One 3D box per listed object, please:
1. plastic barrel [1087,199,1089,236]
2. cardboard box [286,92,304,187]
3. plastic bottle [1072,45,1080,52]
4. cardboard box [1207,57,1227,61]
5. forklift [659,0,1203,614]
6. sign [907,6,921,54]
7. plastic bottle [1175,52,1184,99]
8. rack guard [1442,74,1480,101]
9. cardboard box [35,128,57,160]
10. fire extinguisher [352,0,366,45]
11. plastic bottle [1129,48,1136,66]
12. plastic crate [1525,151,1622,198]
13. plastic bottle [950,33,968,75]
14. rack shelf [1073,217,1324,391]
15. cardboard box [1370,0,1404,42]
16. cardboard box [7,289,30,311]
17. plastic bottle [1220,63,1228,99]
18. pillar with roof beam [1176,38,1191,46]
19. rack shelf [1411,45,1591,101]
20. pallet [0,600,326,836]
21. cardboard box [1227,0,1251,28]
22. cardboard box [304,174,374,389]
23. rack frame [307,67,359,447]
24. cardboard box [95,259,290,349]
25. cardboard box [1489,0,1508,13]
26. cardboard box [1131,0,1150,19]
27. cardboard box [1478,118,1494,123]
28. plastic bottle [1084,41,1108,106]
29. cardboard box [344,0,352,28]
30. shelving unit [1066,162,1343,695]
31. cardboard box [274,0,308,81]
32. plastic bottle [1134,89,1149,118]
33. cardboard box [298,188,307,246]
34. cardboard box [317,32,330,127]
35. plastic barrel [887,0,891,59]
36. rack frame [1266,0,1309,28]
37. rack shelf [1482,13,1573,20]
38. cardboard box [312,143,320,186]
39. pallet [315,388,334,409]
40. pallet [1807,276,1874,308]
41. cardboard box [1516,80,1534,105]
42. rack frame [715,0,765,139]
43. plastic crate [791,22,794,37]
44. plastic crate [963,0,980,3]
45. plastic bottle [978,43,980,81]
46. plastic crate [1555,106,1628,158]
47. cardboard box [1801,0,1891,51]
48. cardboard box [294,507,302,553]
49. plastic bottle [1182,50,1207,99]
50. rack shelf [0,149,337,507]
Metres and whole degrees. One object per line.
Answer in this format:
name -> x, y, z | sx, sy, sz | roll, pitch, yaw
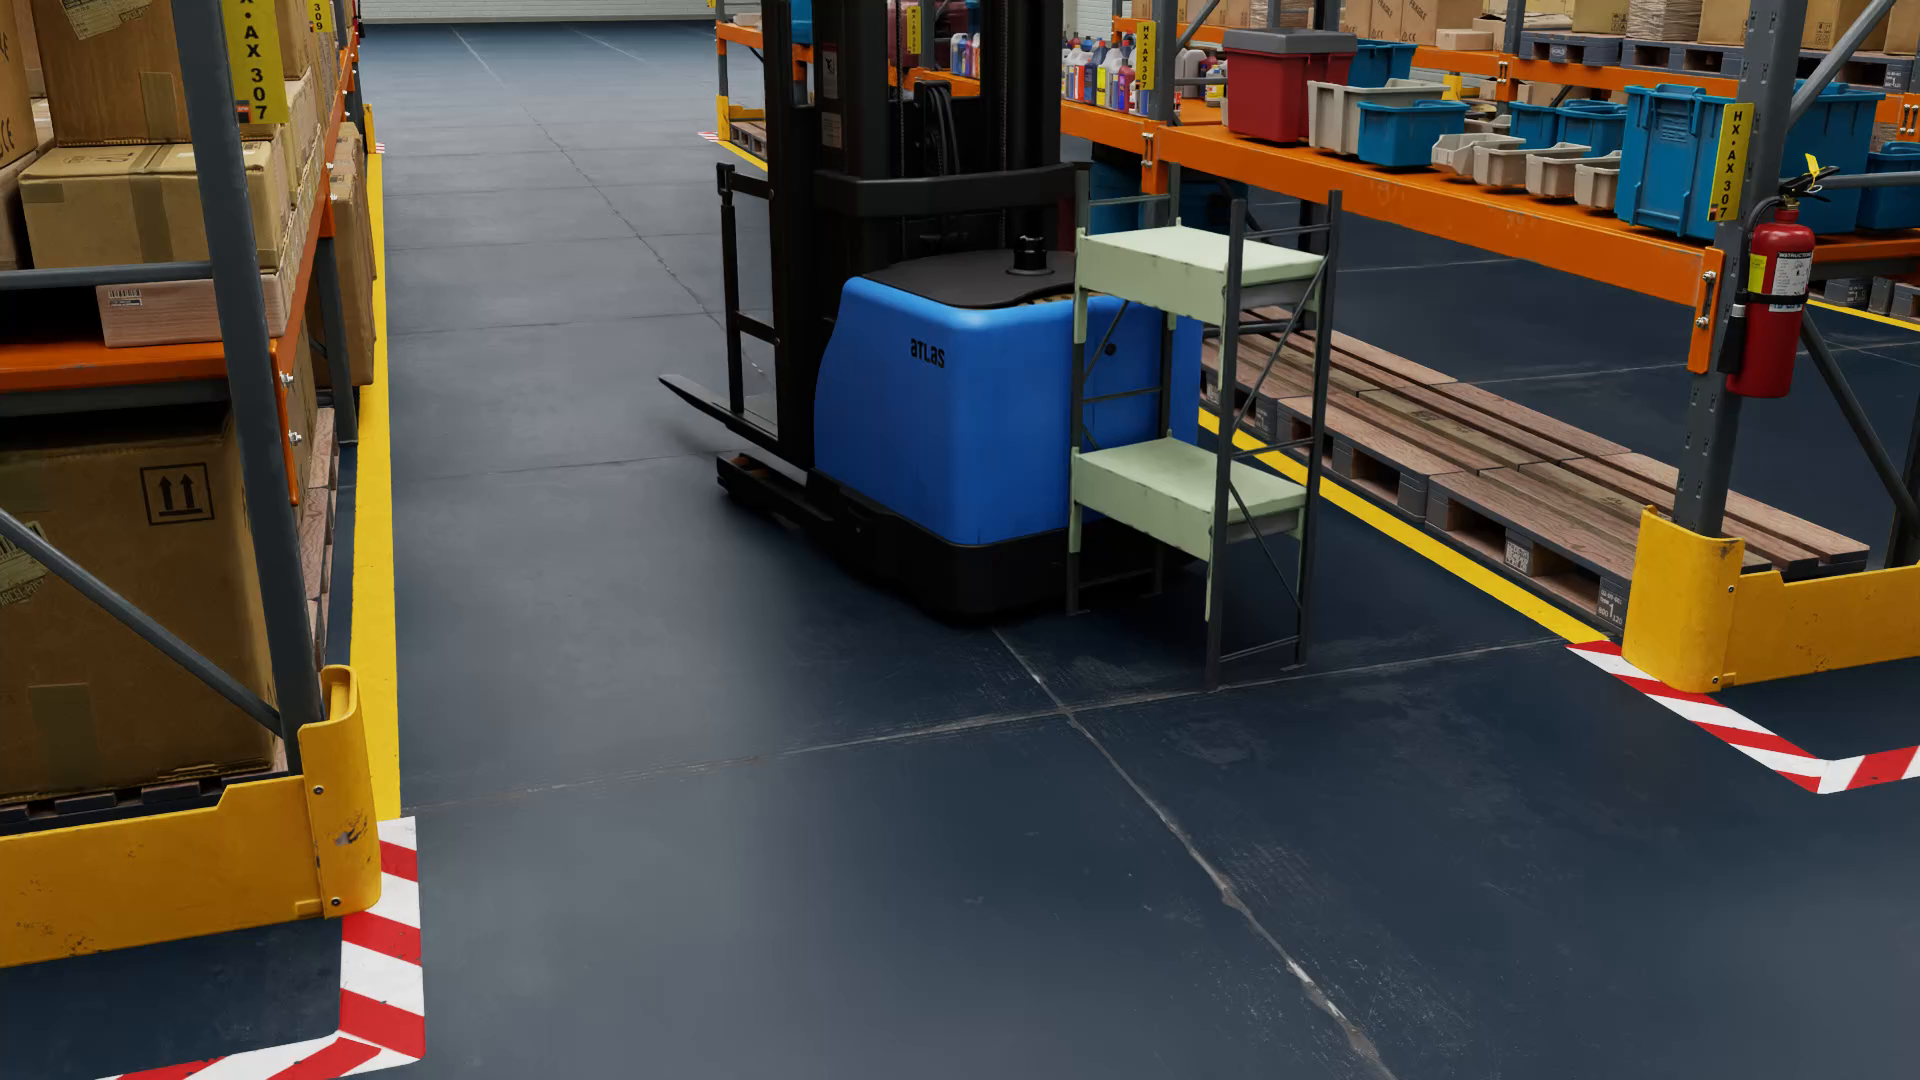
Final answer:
plastic barrel -> 0.977, -1.962, 10.501 | 0.421, 0.512, 0.421 | 0, 20, 0
cardboard box -> -2.385, -1.278, 5.319 | 0.500, 0.250, 0.500 | -7, 21, -18
plastic bottle -> 0.813, -3.334, 11.554 | 0.097, 0.201, 0.097 | 0, 20, 0
cardboard box -> 2.976, -5.137, 18.619 | 0.500, 0.500, 0.500 | -6, 21, -17
forklift -> -0.353, -1.579, 6.476 | 1.130, 2.935, 3.031 | -12, 23, -30
sign -> -0.330, -3.641, 11.874 | 0.100, 0.325, 0.005 | -6, 21, -17
plastic bottle -> 1.228, -2.753, 9.826 | 0.152, 0.276, 0.135 | -6, 21, -17
rack guard -> 7.104, -6.044, 22.503 | 1.175, 0.500, 0.348 | -6, 21, -17
cardboard box -> -2.561, -0.891, 4.241 | 0.500, 0.250, 0.500 | -7, 21, -18
fire extinguisher -> -6.625, -5.715, 18.004 | 0.296, 0.674, 0.183 | -6, 21, -17
plastic bottle -> 0.984, -2.593, 9.272 | 0.144, 0.351, 0.185 | -6, 21, -17
plastic crate -> 2.199, -1.299, 5.896 | 0.396, 0.136, 0.243 | -6, 21, -17
plastic bottle -> 0.019, -3.393, 11.609 | 0.152, 0.276, 0.135 | -6, 21, -17
rack shelf -> 0.731, -0.741, 5.105 | 0.431, 0.370, 0.720 | -12, 23, -30
cardboard box -> 4.185, -4.902, 15.480 | 0.500, 0.500, 0.500 | -6, 21, -17
cardboard box -> -2.584, -0.657, 4.179 | 0.380, 0.149, 0.250 | -6, 21, -17
plastic bottle -> 1.548, -2.589, 9.371 | 0.152, 0.276, 0.135 | -6, 21, -17
pillar with roof beam -> 0.263, -13.329, 30.213 | 9.100, 9.000, 0.400 | -6, 21, -17
rack shelf -> 4.265, -4.453, 15.441 | 1.077, 0.370, 4.000 | -6, 21, -17
pallet -> -2.323, 0.533, 4.620 | 1.003, 0.211, 1.213 | -6, 21, -17
cardboard box -> 3.319, -5.791, 17.953 | 0.700, 0.500, 0.500 | -7, 21, -18
cardboard box -> -3.475, -1.216, 7.886 | 1.225, 0.875, 0.875 | -6, 21, -17
rack frame -> -3.255, -1.815, 7.032 | 1.000, 3.000, 0.127 | -6, 21, -17
cardboard box -> -1.796, -0.562, 3.915 | 0.380, 0.149, 0.250 | -6, 21, -17
cardboard box -> 7.109, -6.828, 21.181 | 0.500, 0.250, 0.500 | -7, 21, -19
cardboard box -> 2.513, -6.613, 20.242 | 0.700, 0.500, 0.500 | -6, 21, -17
cardboard box -> 4.495, -3.459, 14.226 | 0.500, 0.311, 0.500 | -6, 21, -16
plastic bottle -> 0.789, -2.637, 9.395 | 0.144, 0.351, 0.185 | -6, 21, -17
cardboard box -> -5.976, -4.884, 14.989 | 0.875, 0.500, 0.500 | -6, 21, -17
shelving unit -> 0.731, -0.373, 5.237 | 0.431, 1.500, 0.755 | -12, 23, -30
cardboard box -> -2.703, -1.957, 6.099 | 0.500, 0.500, 0.500 | -6, 21, -17
plastic bottle -> 1.016, -2.375, 8.774 | 0.152, 0.276, 0.135 | -6, 21, -17
cardboard box -> -2.202, -0.974, 5.063 | 0.380, 0.149, 0.250 | -7, 21, -18
cardboard box -> -3.478, -2.358, 8.396 | 0.500, 0.500, 0.500 | -7, 21, -18
plastic barrel -> -0.469, -4.120, 13.284 | 0.421, 0.512, 0.421 | 0, 20, 0
rack frame -> 3.636, -5.433, 17.106 | 1.000, 3.000, 0.127 | -6, 21, -17
rack shelf -> 7.709, -6.264, 20.483 | 1.077, 0.370, 4.000 | -6, 21, -17
cardboard box -> -2.606, -1.386, 6.209 | 0.380, 0.149, 0.250 | -6, 21, -16
pallet -> -3.569, -0.742, 8.170 | 1.003, 0.211, 1.213 | -6, 21, -17
pallet -> 5.859, -1.811, 11.146 | 1.003, 0.211, 1.213 | -6, 21, -17
cardboard box -> 7.392, -5.772, 21.375 | 0.500, 0.311, 0.500 | -5, 20, -13
rack frame -> -2.325, -6.192, 19.218 | 1.000, 3.000, 0.127 | -6, 21, -17
plastic crate -> -1.673, -5.165, 16.578 | 0.499, 0.251, 0.616 | -6, 21, -17
plastic crate -> -0.028, -4.206, 13.594 | 0.402, 0.464, 0.583 | -6, 21, -17
plastic bottle -> 0.163, -3.200, 11.061 | 0.061, 0.283, 0.133 | -6, 21, -17
plastic crate -> 2.525, -1.544, 6.435 | 0.416, 0.233, 0.300 | -6, 21, -17
cardboard box -> 5.938, -3.501, 10.956 | 0.700, 0.500, 0.500 | -3, 20, -9
cardboard box -> -2.561, -0.218, 5.107 | 0.875, 0.875, 0.875 | -6, 21, -17
plastic bottle -> 1.372, -2.769, 9.871 | 0.152, 0.276, 0.135 | -6, 21, -17
rack shelf -> -2.626, -0.834, 5.366 | 1.077, 0.370, 4.000 | -6, 21, -17
